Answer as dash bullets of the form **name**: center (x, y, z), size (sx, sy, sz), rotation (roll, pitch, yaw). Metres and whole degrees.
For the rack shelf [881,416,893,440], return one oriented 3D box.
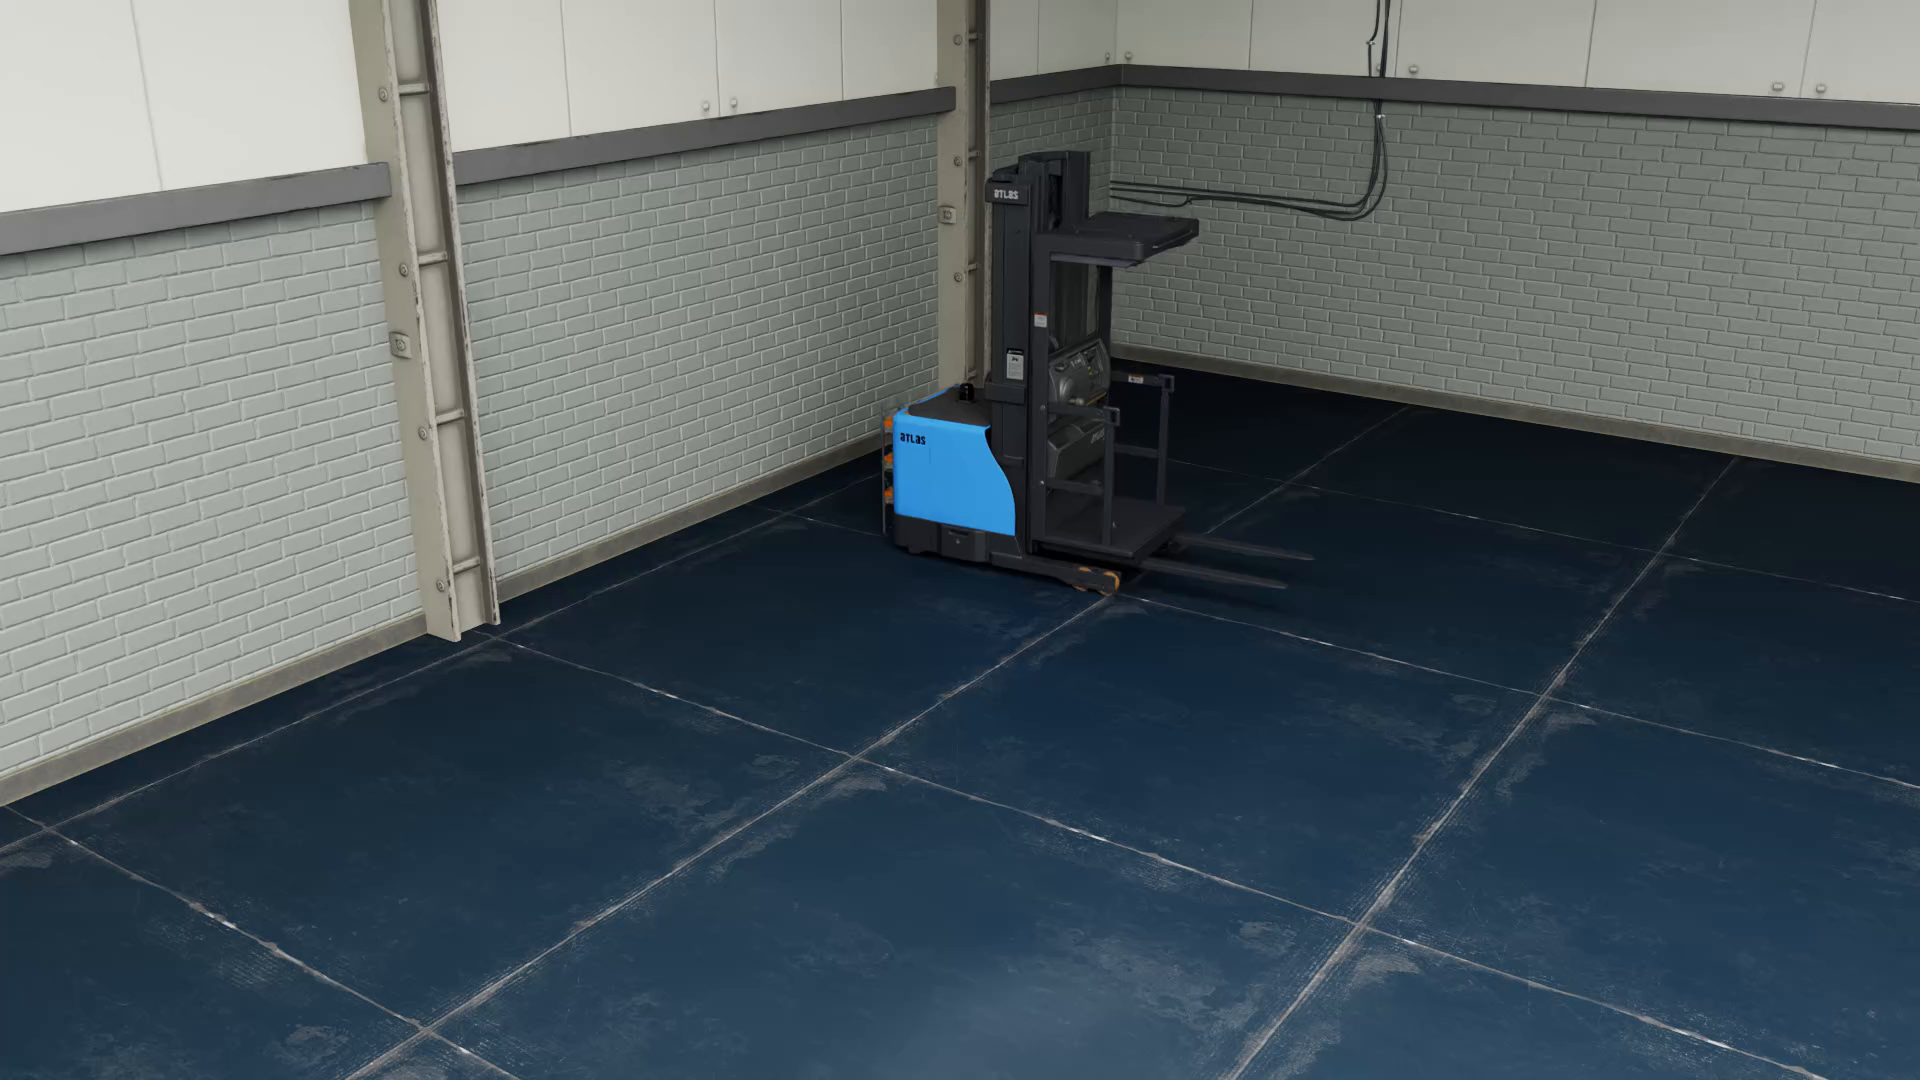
- **rack shelf**: center (-0.448, -0.811, 12.658), size (0.215, 0.259, 0.240), rotation (10, 23, 26)

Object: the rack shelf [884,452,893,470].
- **rack shelf**: center (-0.448, -0.545, 12.756), size (0.215, 0.259, 0.240), rotation (10, 23, 26)

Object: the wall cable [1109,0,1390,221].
- **wall cable**: center (2.781, -4.487, 16.401), size (3.097, 2.526, 0.112), rotation (13, 24, 32)

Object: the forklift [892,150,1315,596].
- **forklift**: center (1.031, -1.193, 11.766), size (3.031, 2.935, 1.130), rotation (11, 23, 27)

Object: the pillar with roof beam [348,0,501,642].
- **pillar with roof beam**: center (0.219, -2.795, 7.350), size (9.100, 9.000, 0.400), rotation (13, 24, 32)

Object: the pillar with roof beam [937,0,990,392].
- **pillar with roof beam**: center (3.592, -4.517, 12.004), size (9.100, 9.000, 0.400), rotation (13, 24, 32)

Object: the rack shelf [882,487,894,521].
- **rack shelf**: center (-0.448, -0.285, 12.853), size (0.215, 0.259, 0.240), rotation (10, 23, 26)

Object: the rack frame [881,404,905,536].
- **rack frame**: center (-0.504, -0.518, 12.651), size (0.200, 1.050, 0.008), rotation (10, 23, 26)

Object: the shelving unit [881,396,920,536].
- **shelving unit**: center (-0.448, -0.555, 12.753), size (0.215, 1.050, 0.252), rotation (10, 23, 26)

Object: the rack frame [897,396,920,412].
- **rack frame**: center (-0.391, -0.593, 12.854), size (0.200, 1.050, 0.008), rotation (10, 23, 26)
